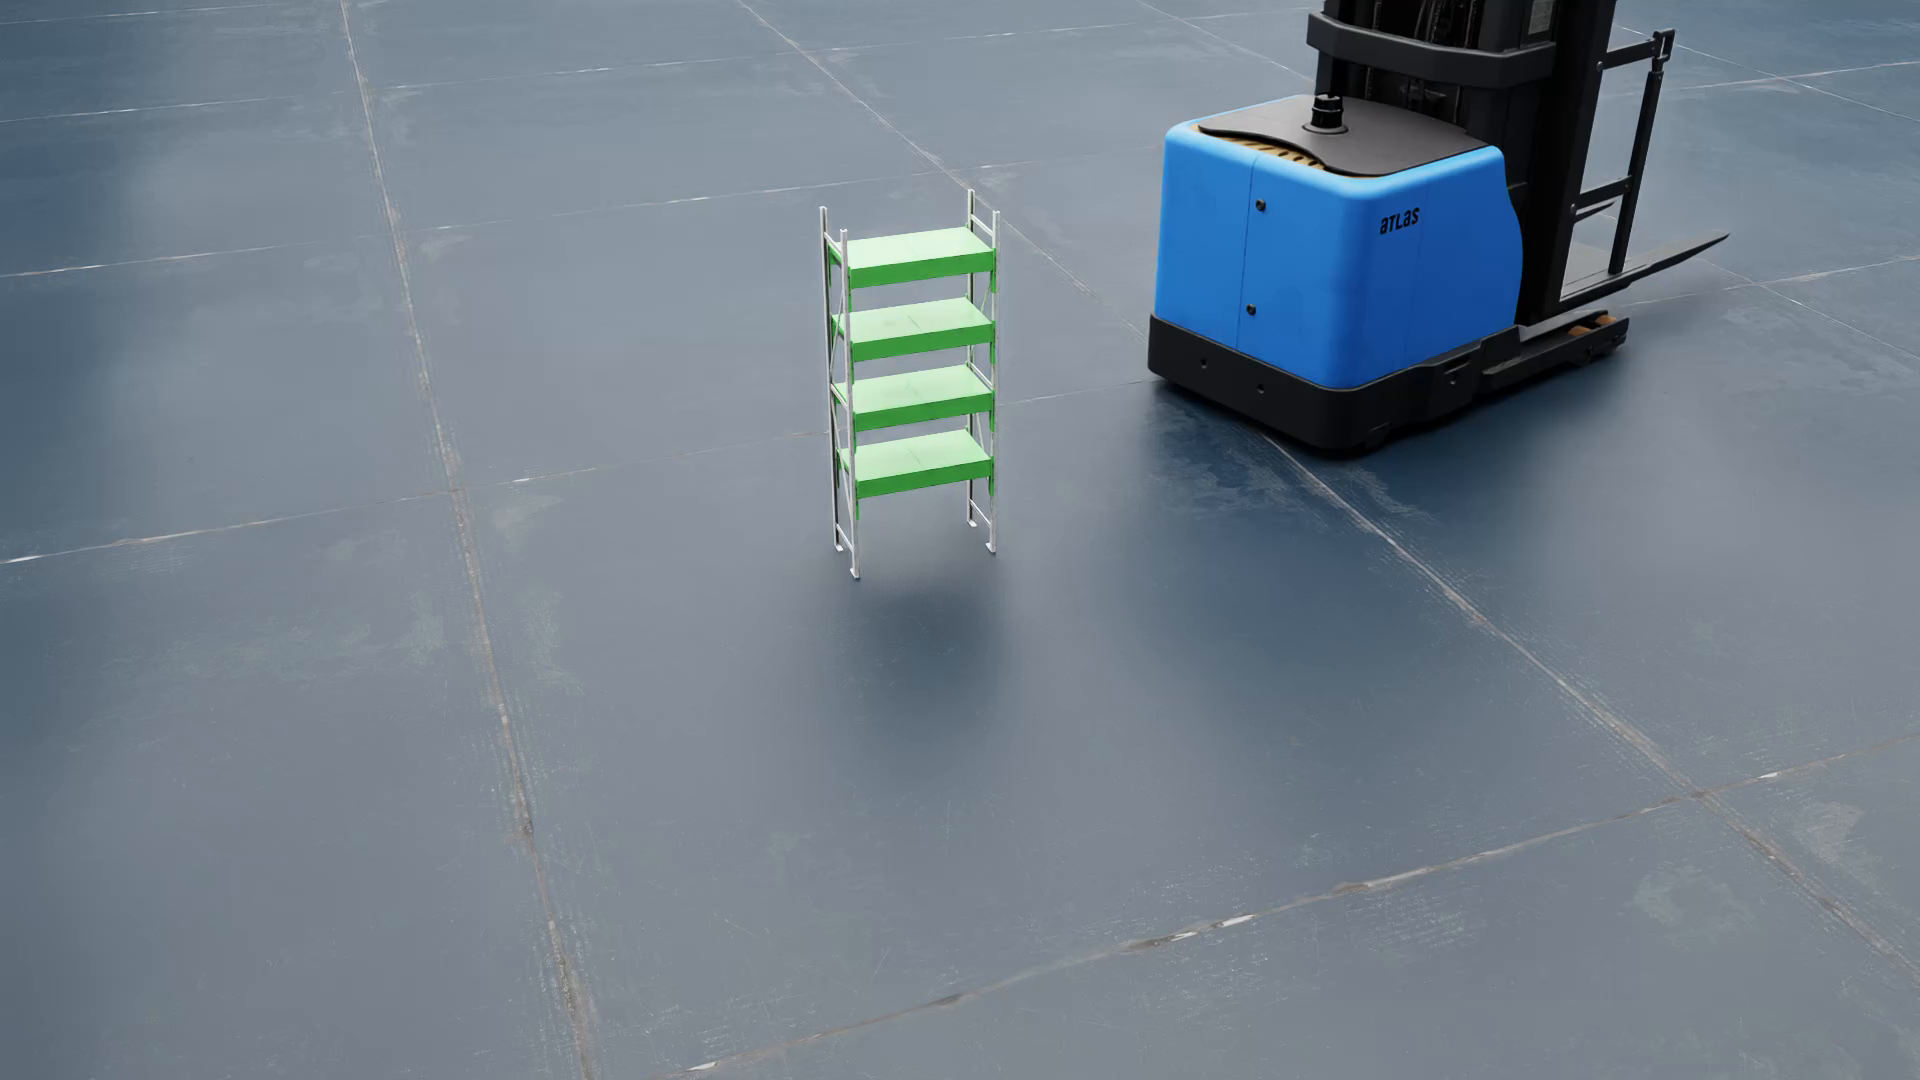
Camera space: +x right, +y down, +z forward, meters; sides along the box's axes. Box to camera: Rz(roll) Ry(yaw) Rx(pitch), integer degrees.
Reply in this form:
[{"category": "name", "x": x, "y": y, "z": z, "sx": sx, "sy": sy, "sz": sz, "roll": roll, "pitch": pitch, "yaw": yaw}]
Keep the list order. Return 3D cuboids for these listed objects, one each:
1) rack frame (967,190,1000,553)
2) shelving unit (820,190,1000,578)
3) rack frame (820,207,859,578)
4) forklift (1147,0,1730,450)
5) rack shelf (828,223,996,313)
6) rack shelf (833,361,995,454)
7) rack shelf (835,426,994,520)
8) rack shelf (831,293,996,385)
[{"category": "rack frame", "x": 0.074, "y": -0.535, "z": 5.477, "sx": 0.015, "sy": 1.200, "sz": 0.240, "roll": -10, "pitch": 31, "yaw": -18}, {"category": "shelving unit", "x": -0.155, "y": -0.493, "z": 5.403, "sx": 0.503, "sy": 1.200, "sz": 0.258, "roll": -10, "pitch": 31, "yaw": -18}, {"category": "rack frame", "x": -0.384, "y": -0.451, "z": 5.329, "sx": 0.015, "sy": 1.200, "sz": 0.240, "roll": -10, "pitch": 31, "yaw": -18}, {"category": "forklift", "x": 2.242, "y": -2.195, "z": 6.642, "sx": 3.031, "sy": 2.935, "sz": 1.130, "roll": -21, "pitch": 36, "yaw": -33}, {"category": "rack shelf", "x": -0.155, "y": -0.854, "z": 5.197, "sx": 0.480, "sy": 0.148, "sz": 0.258, "roll": -10, "pitch": 31, "yaw": -18}, {"category": "rack shelf", "x": -0.155, "y": -0.437, "z": 5.434, "sx": 0.480, "sy": 0.148, "sz": 0.258, "roll": -10, "pitch": 31, "yaw": -18}, {"category": "rack shelf", "x": -0.155, "y": -0.229, "z": 5.553, "sx": 0.480, "sy": 0.148, "sz": 0.258, "roll": -10, "pitch": 31, "yaw": -18}, {"category": "rack shelf", "x": -0.155, "y": -0.646, "z": 5.316, "sx": 0.480, "sy": 0.148, "sz": 0.258, "roll": -10, "pitch": 31, "yaw": -18}]
